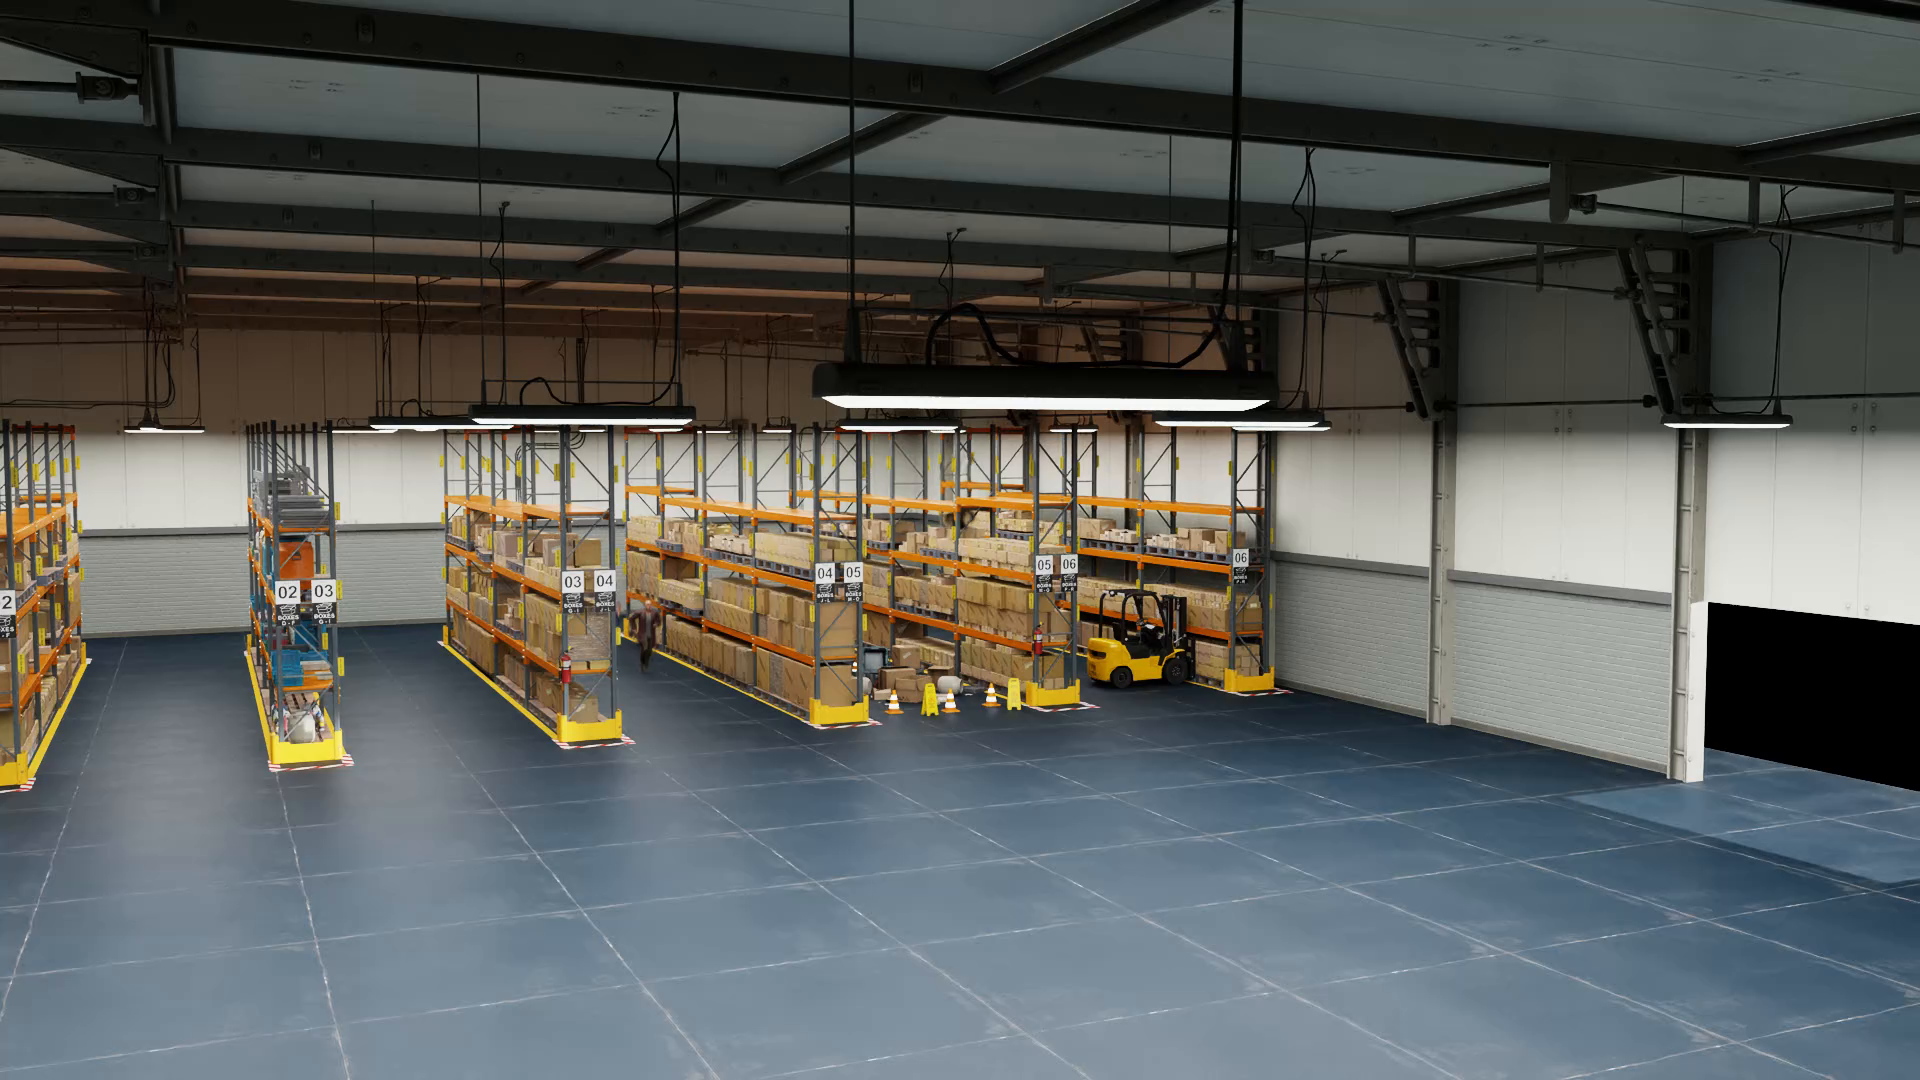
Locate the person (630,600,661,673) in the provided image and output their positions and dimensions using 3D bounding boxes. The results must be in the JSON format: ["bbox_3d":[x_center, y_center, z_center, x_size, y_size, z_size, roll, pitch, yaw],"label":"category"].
[{"bbox_3d":[-7.567,2.335,40.174,0.691,1.763,0.799,-2,4,-28],"label":"person"}]

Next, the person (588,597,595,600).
[{"bbox_3d":[-10.625,1.979,47.915,0.612,1.530,0.470,3,4,36],"label":"person"}]

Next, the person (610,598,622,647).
[{"bbox_3d":[-9.440,2.130,45.010,0.616,1.596,0.550,-2,4,-27],"label":"person"}]
